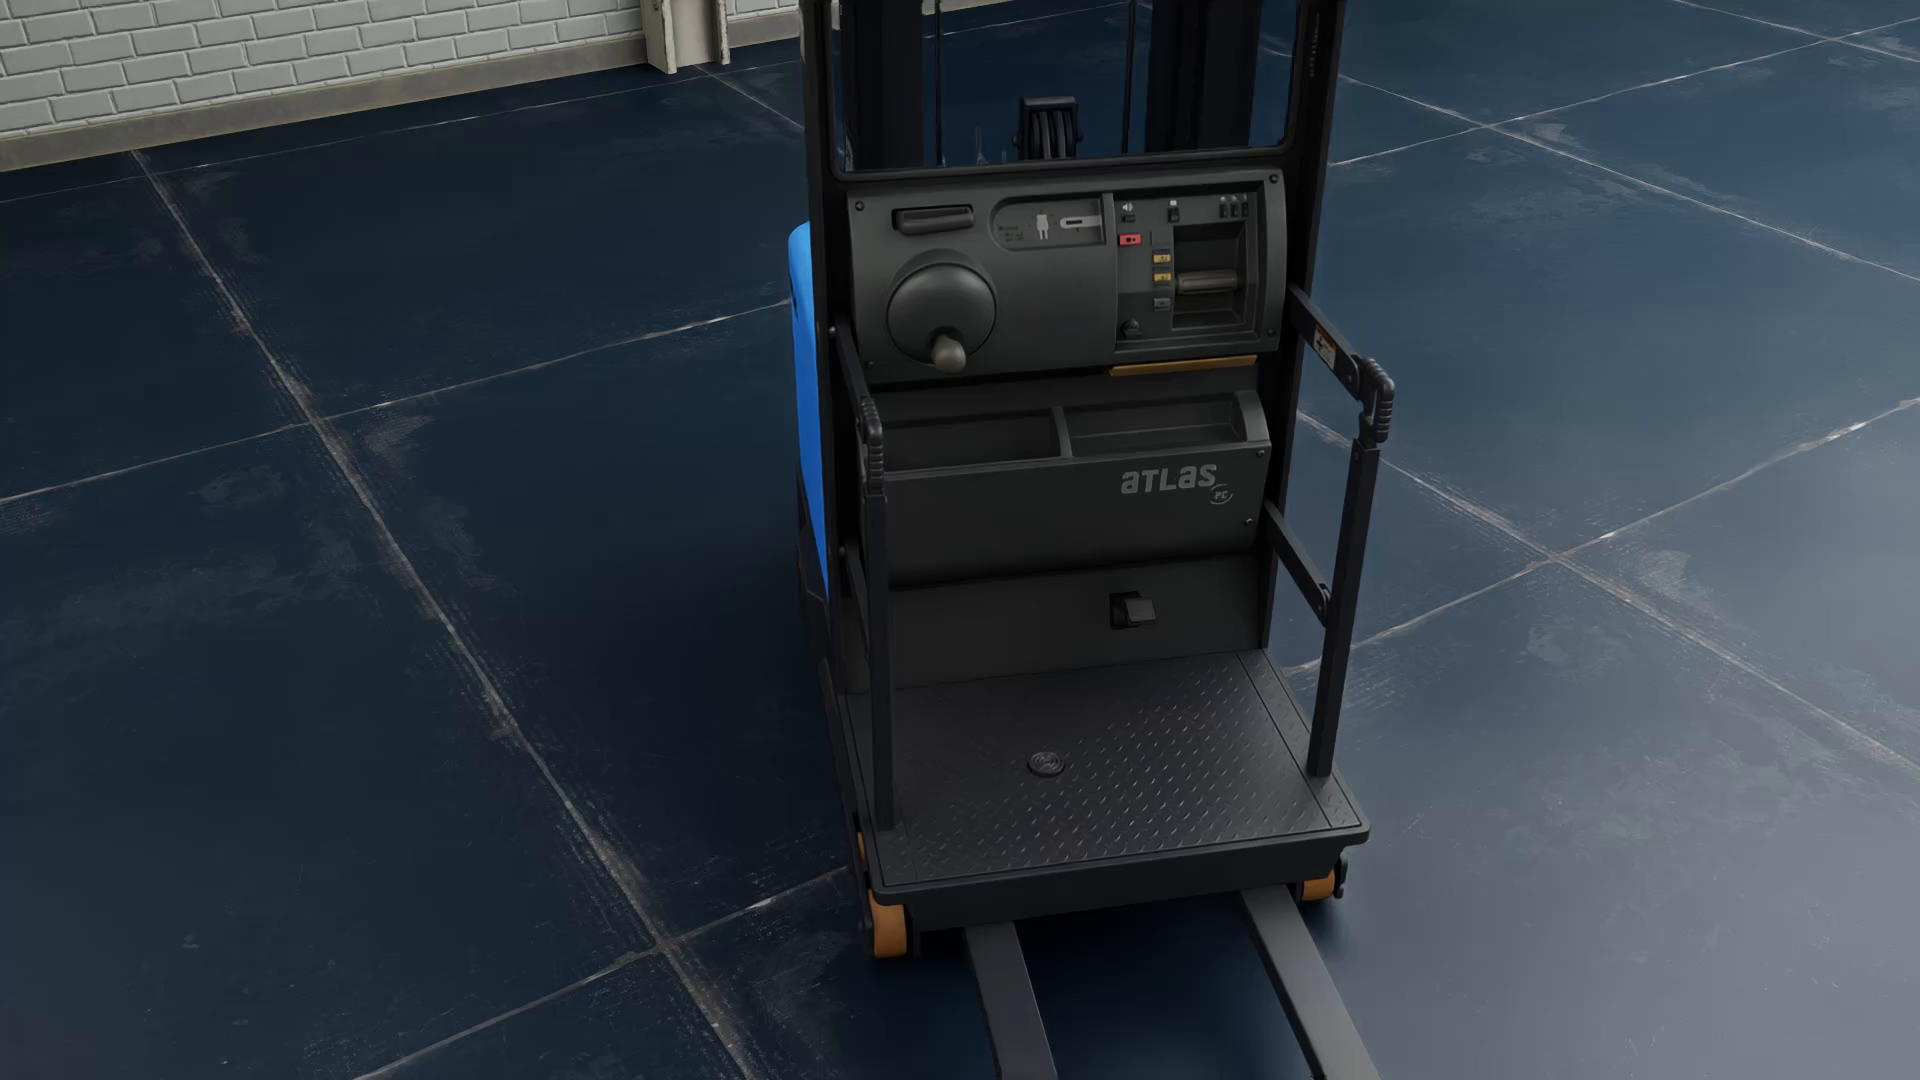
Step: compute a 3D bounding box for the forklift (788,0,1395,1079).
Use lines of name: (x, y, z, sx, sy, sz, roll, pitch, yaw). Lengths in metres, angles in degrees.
forklift: (0.274, -0.509, 3.309, 1.130, 2.935, 3.031, -6, 33, -9)

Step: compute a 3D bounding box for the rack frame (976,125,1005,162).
rack frame: (0.090, -0.670, 5.188, 0.006, 1.200, 0.240, -10, 34, -15)

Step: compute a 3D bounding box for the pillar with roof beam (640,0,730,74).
pillar with roof beam: (0.756, -4.649, 4.186, 0.400, 9.000, 9.100, -19, 37, -27)

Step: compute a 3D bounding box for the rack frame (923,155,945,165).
rack frame: (-0.084, -0.640, 5.140, 0.006, 1.200, 0.240, -10, 34, -15)

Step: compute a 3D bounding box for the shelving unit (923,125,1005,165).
shelving unit: (0.003, -0.655, 5.164, 0.189, 1.200, 0.258, -10, 34, -15)
